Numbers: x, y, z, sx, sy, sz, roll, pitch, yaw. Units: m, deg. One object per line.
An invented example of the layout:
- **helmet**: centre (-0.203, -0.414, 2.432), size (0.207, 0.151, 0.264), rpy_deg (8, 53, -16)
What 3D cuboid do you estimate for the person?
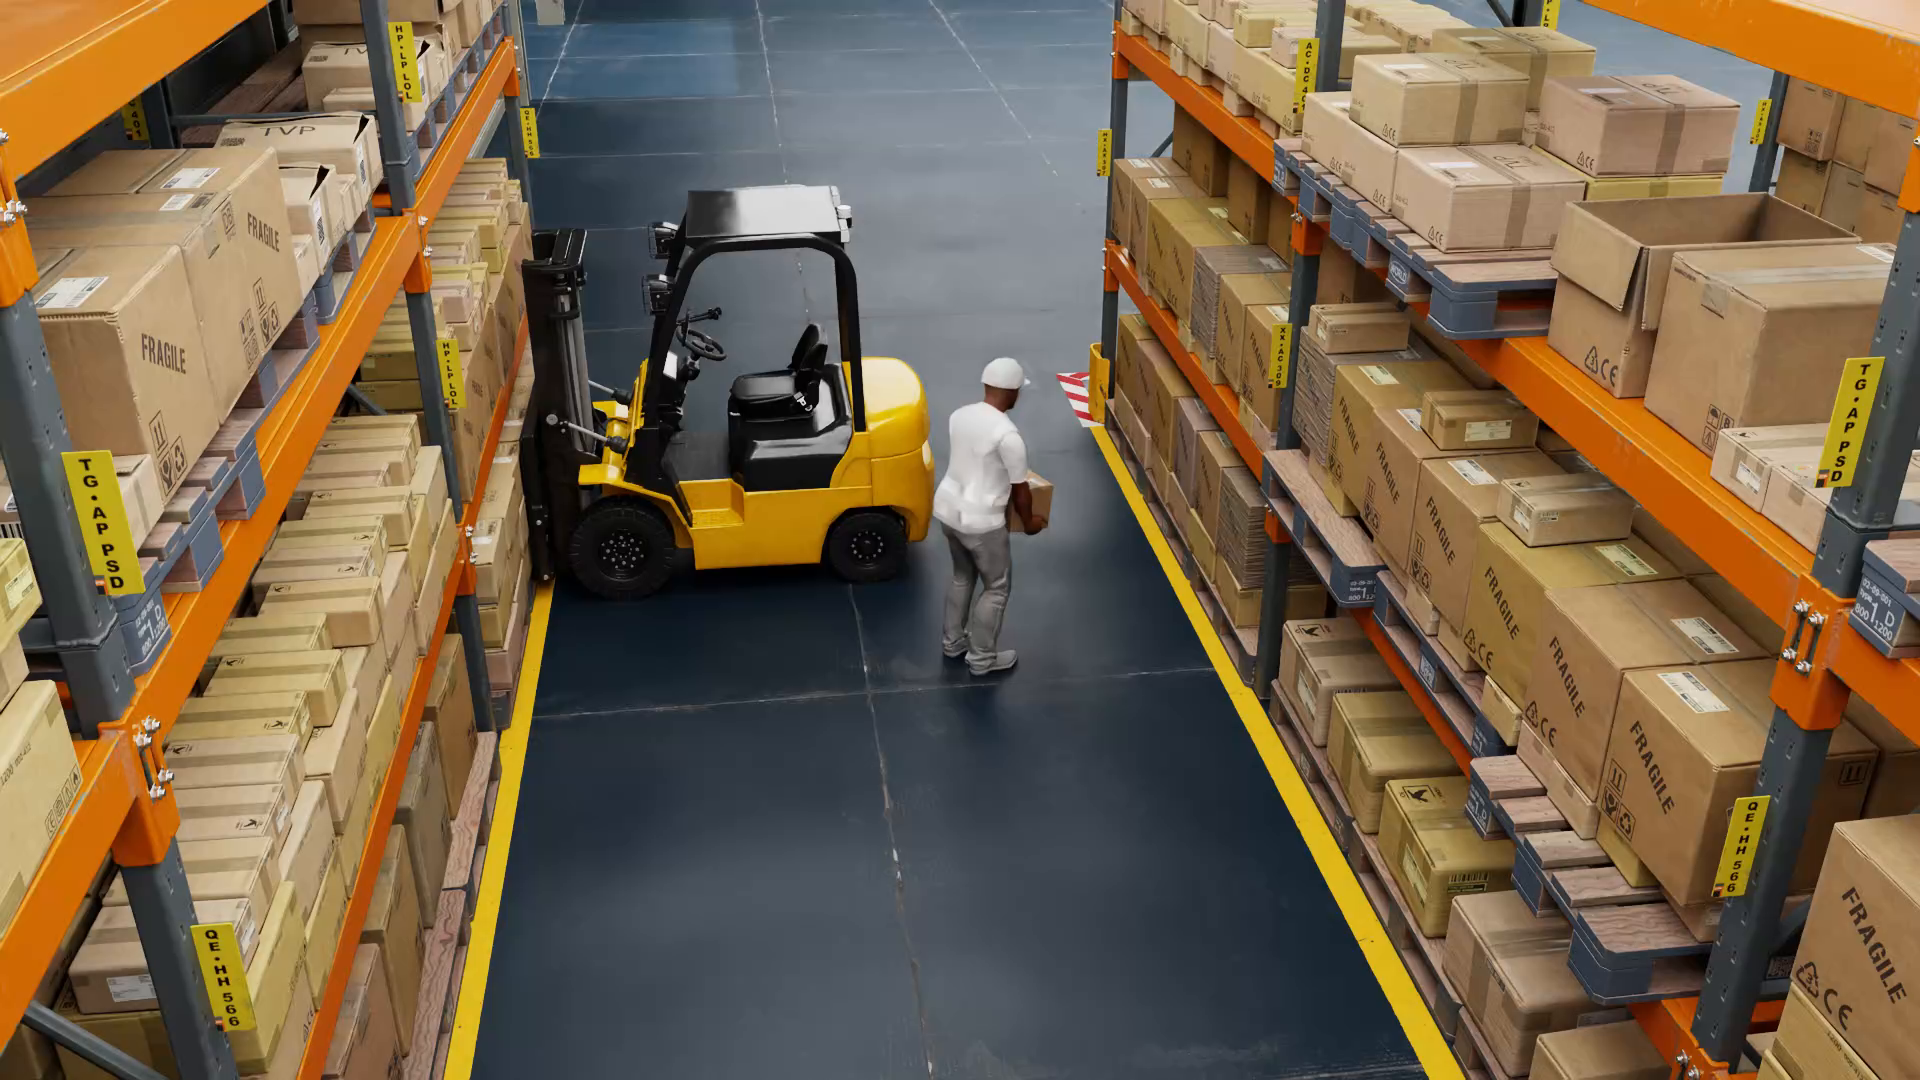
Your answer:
- **person**: centre (0.155, -0.145, 8.925), size (0.617, 1.720, 0.498), rpy_deg (-20, 33, -33)
